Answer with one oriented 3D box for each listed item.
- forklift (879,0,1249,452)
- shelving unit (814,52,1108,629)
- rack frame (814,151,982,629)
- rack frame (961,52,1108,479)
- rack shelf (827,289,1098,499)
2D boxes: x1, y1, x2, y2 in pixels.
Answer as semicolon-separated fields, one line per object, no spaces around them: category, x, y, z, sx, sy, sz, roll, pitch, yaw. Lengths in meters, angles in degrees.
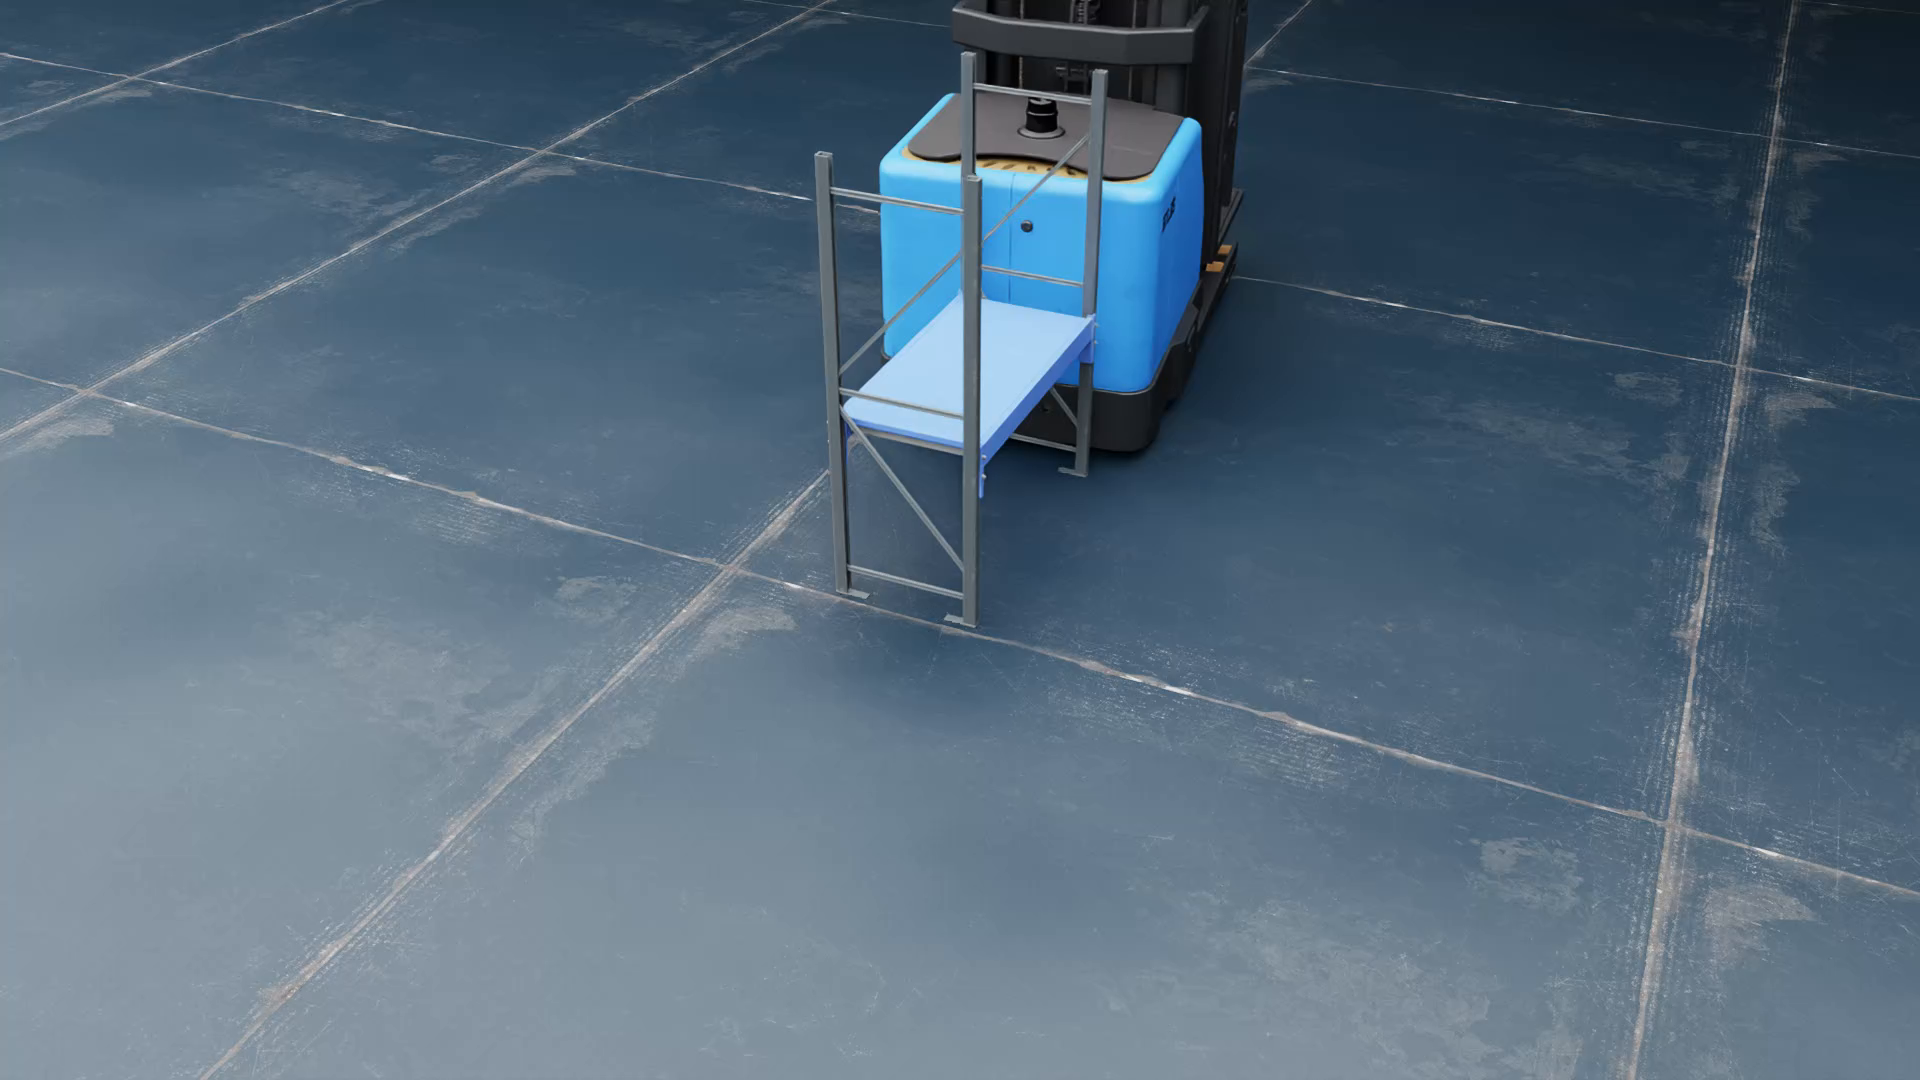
forklift;0.625;-2.352;6.664;1.130;2.935;3.031;10;34;14
shelving unit;0.032;-0.660;5.388;0.538;1.500;1.048;14;36;20
rack frame;-0.174;-0.405;4.999;0.500;1.500;0.032;14;36;20
rack frame;0.238;-0.914;5.777;0.500;1.500;0.032;14;36;20
rack shelf;0.032;-0.509;5.487;0.538;0.185;1.000;14;36;20
